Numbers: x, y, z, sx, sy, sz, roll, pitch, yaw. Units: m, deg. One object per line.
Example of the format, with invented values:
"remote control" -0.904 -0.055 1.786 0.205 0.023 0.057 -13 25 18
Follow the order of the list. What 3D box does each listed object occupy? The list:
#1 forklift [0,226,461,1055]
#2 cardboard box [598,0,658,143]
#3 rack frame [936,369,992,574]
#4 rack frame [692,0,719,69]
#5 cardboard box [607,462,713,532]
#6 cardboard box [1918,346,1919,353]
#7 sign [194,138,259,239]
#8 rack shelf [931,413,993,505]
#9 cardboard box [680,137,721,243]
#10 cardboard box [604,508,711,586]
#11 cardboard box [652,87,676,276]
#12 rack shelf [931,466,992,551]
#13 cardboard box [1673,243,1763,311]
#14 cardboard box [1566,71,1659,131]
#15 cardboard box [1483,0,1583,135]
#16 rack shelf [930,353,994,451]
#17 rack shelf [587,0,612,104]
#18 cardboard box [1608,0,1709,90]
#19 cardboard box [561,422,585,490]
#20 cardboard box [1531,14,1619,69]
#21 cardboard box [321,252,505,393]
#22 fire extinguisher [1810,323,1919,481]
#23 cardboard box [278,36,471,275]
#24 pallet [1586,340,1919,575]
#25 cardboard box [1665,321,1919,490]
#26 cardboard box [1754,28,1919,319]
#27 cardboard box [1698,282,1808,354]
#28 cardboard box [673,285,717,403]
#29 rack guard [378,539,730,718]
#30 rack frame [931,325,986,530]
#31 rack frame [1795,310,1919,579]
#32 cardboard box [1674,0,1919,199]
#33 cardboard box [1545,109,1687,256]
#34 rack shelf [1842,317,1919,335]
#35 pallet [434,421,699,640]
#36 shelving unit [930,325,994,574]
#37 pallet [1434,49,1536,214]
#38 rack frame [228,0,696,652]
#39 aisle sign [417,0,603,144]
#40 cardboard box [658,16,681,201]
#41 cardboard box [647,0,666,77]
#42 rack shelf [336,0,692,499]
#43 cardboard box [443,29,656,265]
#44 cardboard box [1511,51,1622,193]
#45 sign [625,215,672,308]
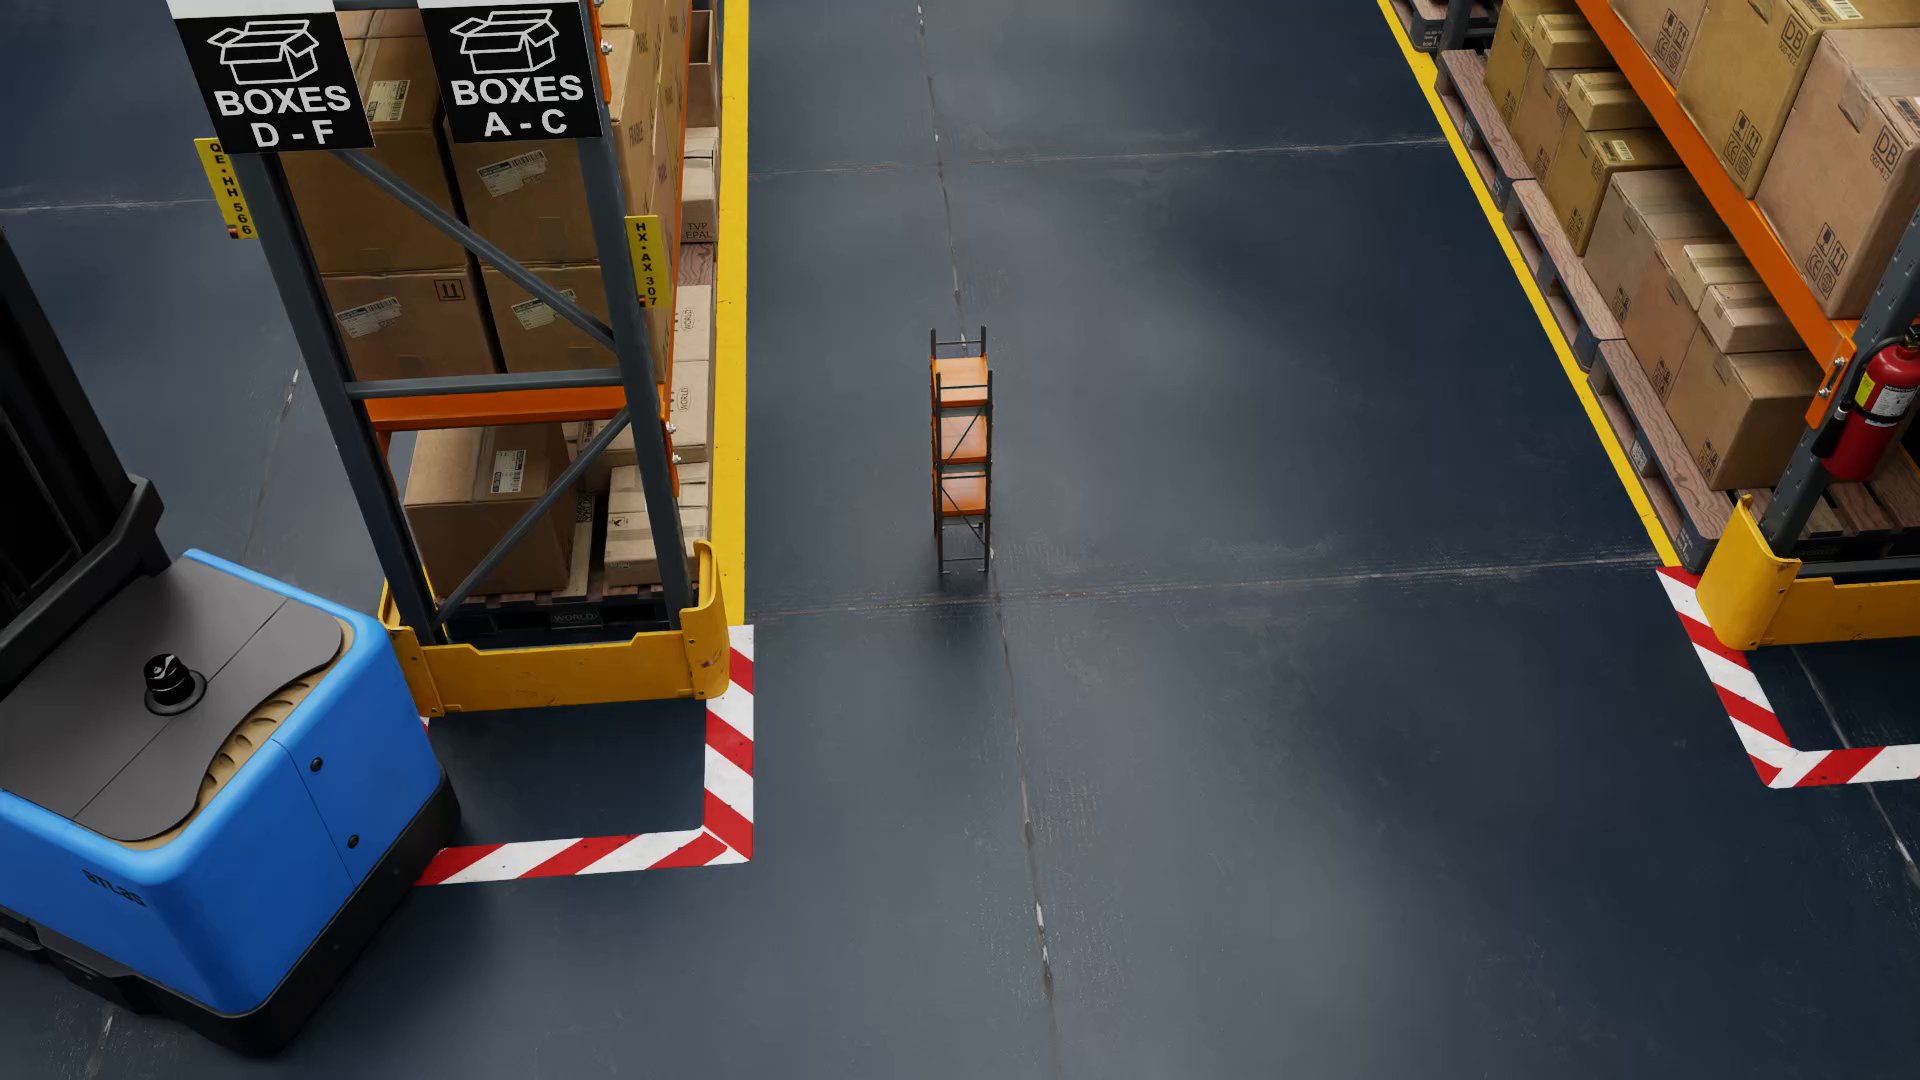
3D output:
"forklift" -3.283 -0.142 4.866 3.031 2.935 1.130 18 49 17
"cardboard box" -1.278 -1.572 5.415 0.500 0.500 0.500 -3 47 -3
"rack frame" 0.015 -0.234 6.249 0.200 1.050 0.008 -3 47 -3
"rack frame" -1.787 -3.373 7.878 1.000 3.000 0.127 -3 47 -3
"cardboard box" -1.166 -0.160 6.484 0.380 0.166 0.250 -3 47 -3
"cardboard box" 3.535 -0.712 6.344 0.380 0.149 0.250 -3 47 -3
"sign" -2.007 -0.966 4.584 0.100 0.325 0.005 -3 47 -3
"rack shelf" 0.004 -0.315 6.340 0.215 0.259 0.240 -3 47 -3
"cardboard box" -1.394 -1.662 7.807 0.500 0.311 0.500 -3 47 -3
"cardboard box" -1.145 0.027 6.319 0.380 0.149 0.250 -3 47 -3
"cardboard box" -1.275 -1.223 5.773 0.500 0.500 0.500 -4 47 -4
"rack shelf" 0.004 -0.124 6.542 0.215 0.259 0.240 -3 47 -3
"cardboard box" 3.111 -1.057 6.671 0.380 0.149 0.250 -2 47 -2
"cardboard box" 3.000 -2.000 7.564 0.380 0.149 0.250 -5 47 -4
"cardboard box" 3.109 -2.414 8.403 0.700 0.500 0.500 -3 47 -3
"rack shelf" 0.004 -0.510 6.134 0.215 0.259 0.240 -3 47 -3
"rack shelf" -1.620 -2.710 5.680 1.077 0.370 4.000 -3 47 -3
"cardboard box" 3.304 -2.332 6.686 0.980 0.700 0.700 -6 47 -5
"cardboard box" -1.688 -0.332 6.647 0.380 0.166 0.250 -3 47 -3
"cardboard box" 2.956 -2.378 7.922 0.380 0.149 0.250 -2 47 -2
"cardboard box" -1.761 -0.820 5.392 0.500 0.500 0.500 -2 47 -2
"fire extinguisher" 3.036 -0.490 5.459 0.296 0.674 0.183 -3 47 -3
"cardboard box" -1.764 -1.162 5.027 0.500 0.500 0.500 -4 47 -4
"pallet" 3.339 -0.397 6.981 1.003 0.211 1.213 -3 47 -3
"cardboard box" 3.325 -0.568 6.654 0.700 0.500 0.500 -3 47 -3
"cardboard box" 3.431 -1.254 5.665 0.980 0.700 0.700 -2 47 -1
"cardboard box" 3.133 -0.872 6.496 0.380 0.149 0.250 -4 47 -4
"cardboard box" -1.299 -0.818 7.050 0.500 0.250 0.500 -3 47 -3
"rack guard" -1.459 0.326 6.097 1.175 0.500 0.348 -3 47 -3
"rack frame" -0.006 -0.411 6.416 0.200 1.050 0.008 -3 47 -3
"rack frame" 3.480 -0.782 5.425 0.949 2.616 0.053 -3 47 -3
"cardboard box" 3.359 -1.780 6.163 0.980 0.700 0.700 -4 47 -4
"cardboard box" 3.189 -1.679 7.706 0.700 0.500 0.500 -3 47 -2
"rack shelf" 3.316 -2.049 6.986 0.919 0.124 3.809 -3 47 -3
"pallet" -1.526 -0.151 6.748 1.003 0.211 1.213 -3 47 -3
"shelving unit" 0.004 -0.322 6.332 0.215 1.050 0.252 -3 47 -3
"pallet" 3.134 -2.163 8.653 1.003 0.211 1.213 -3 47 -3
"rack frame" -1.452 -0.479 5.137 1.000 3.000 0.127 -3 47 -3
"aisle sign" -1.154 -1.341 4.164 0.394 0.787 0.004 -3 47 -3
"cardboard box" -1.314 -1.586 6.117 0.500 0.500 0.500 -4 47 -3
"cardboard box" -1.315 -1.934 5.758 0.500 0.500 0.500 -3 47 -3
"rack shelf" -1.620 -1.678 6.769 1.077 0.370 4.000 -3 47 -3
"cardboard box" -1.227 -1.194 5.057 0.500 0.500 0.500 -2 47 -2
"cardboard box" 3.148 -2.050 8.058 0.700 0.500 0.500 -4 47 -4
"sign" -0.912 -0.809 4.854 0.100 0.325 0.005 -3 47 -3
